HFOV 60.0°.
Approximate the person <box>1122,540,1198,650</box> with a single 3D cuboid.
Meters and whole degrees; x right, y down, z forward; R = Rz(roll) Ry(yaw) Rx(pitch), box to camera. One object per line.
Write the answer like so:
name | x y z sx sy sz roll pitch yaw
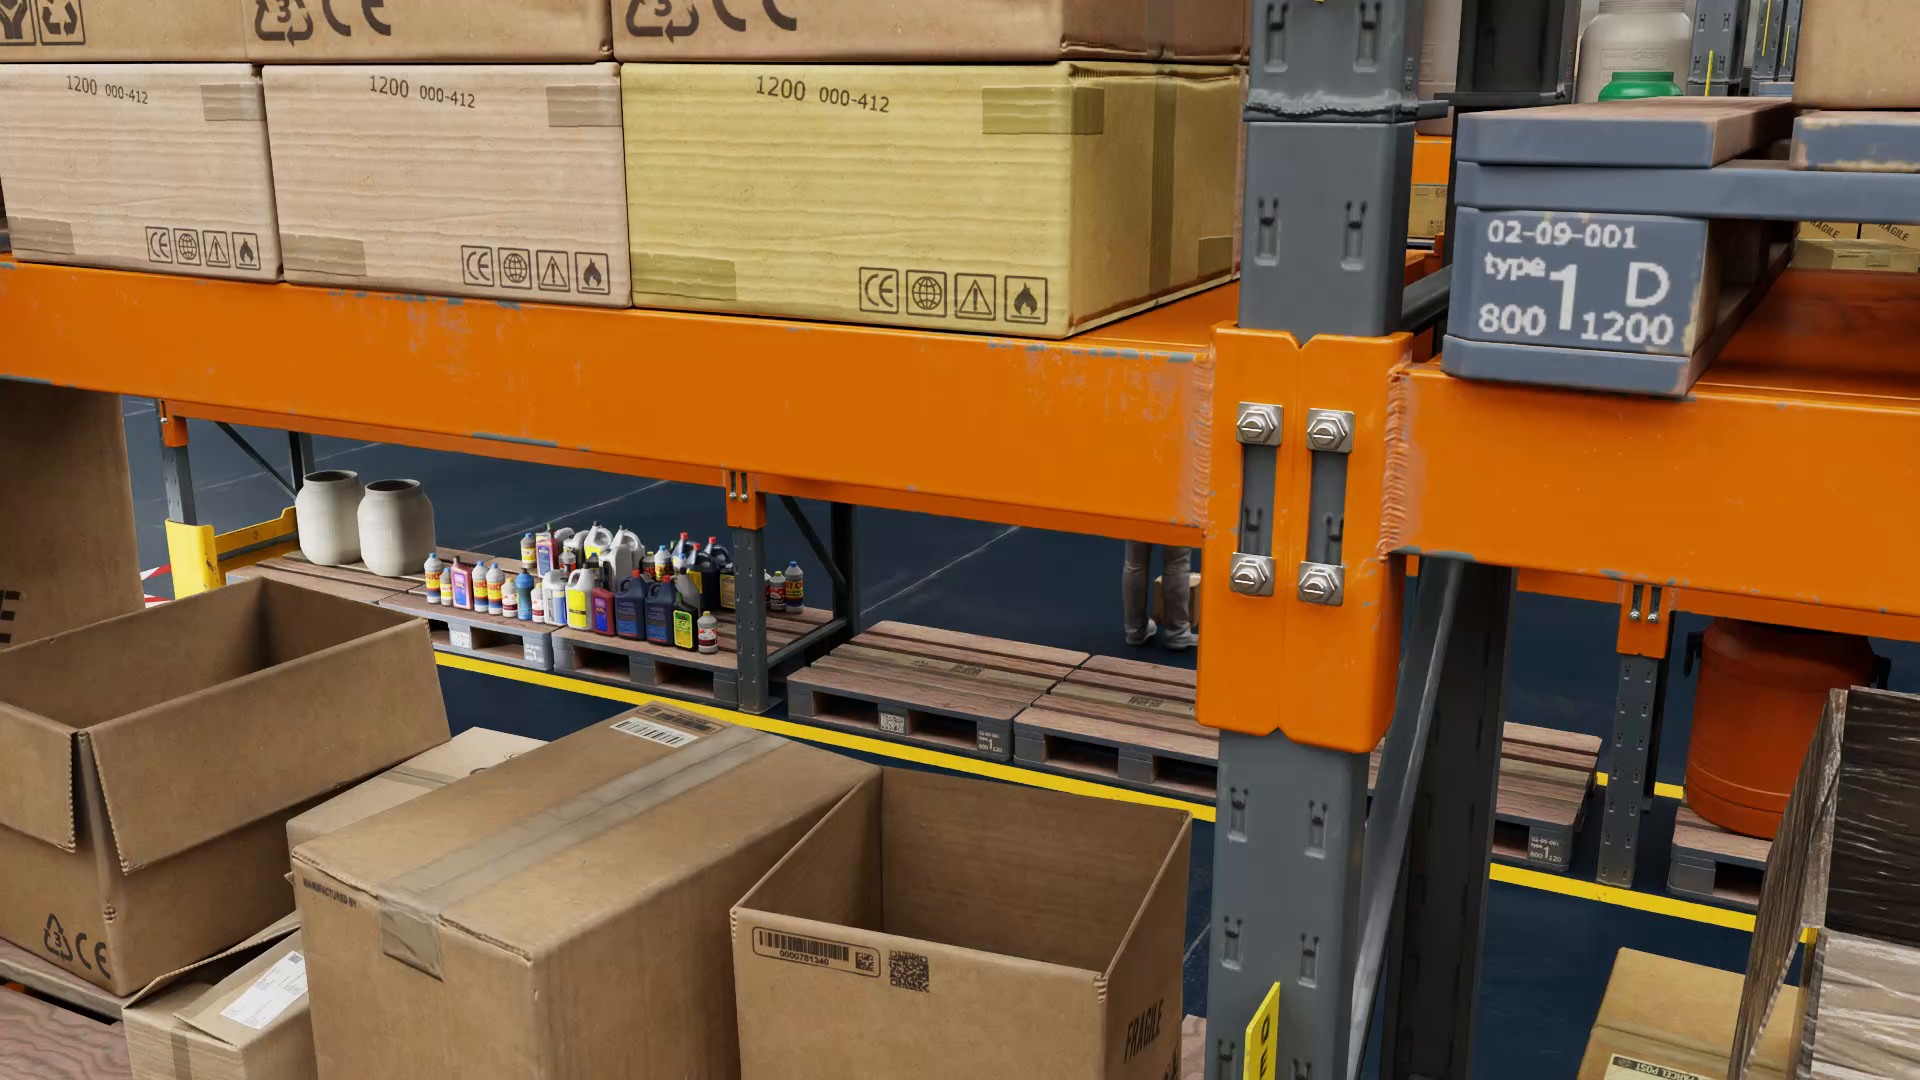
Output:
person | 1.066 -0.273 8.987 0.577 1.795 0.426 8 18 26
